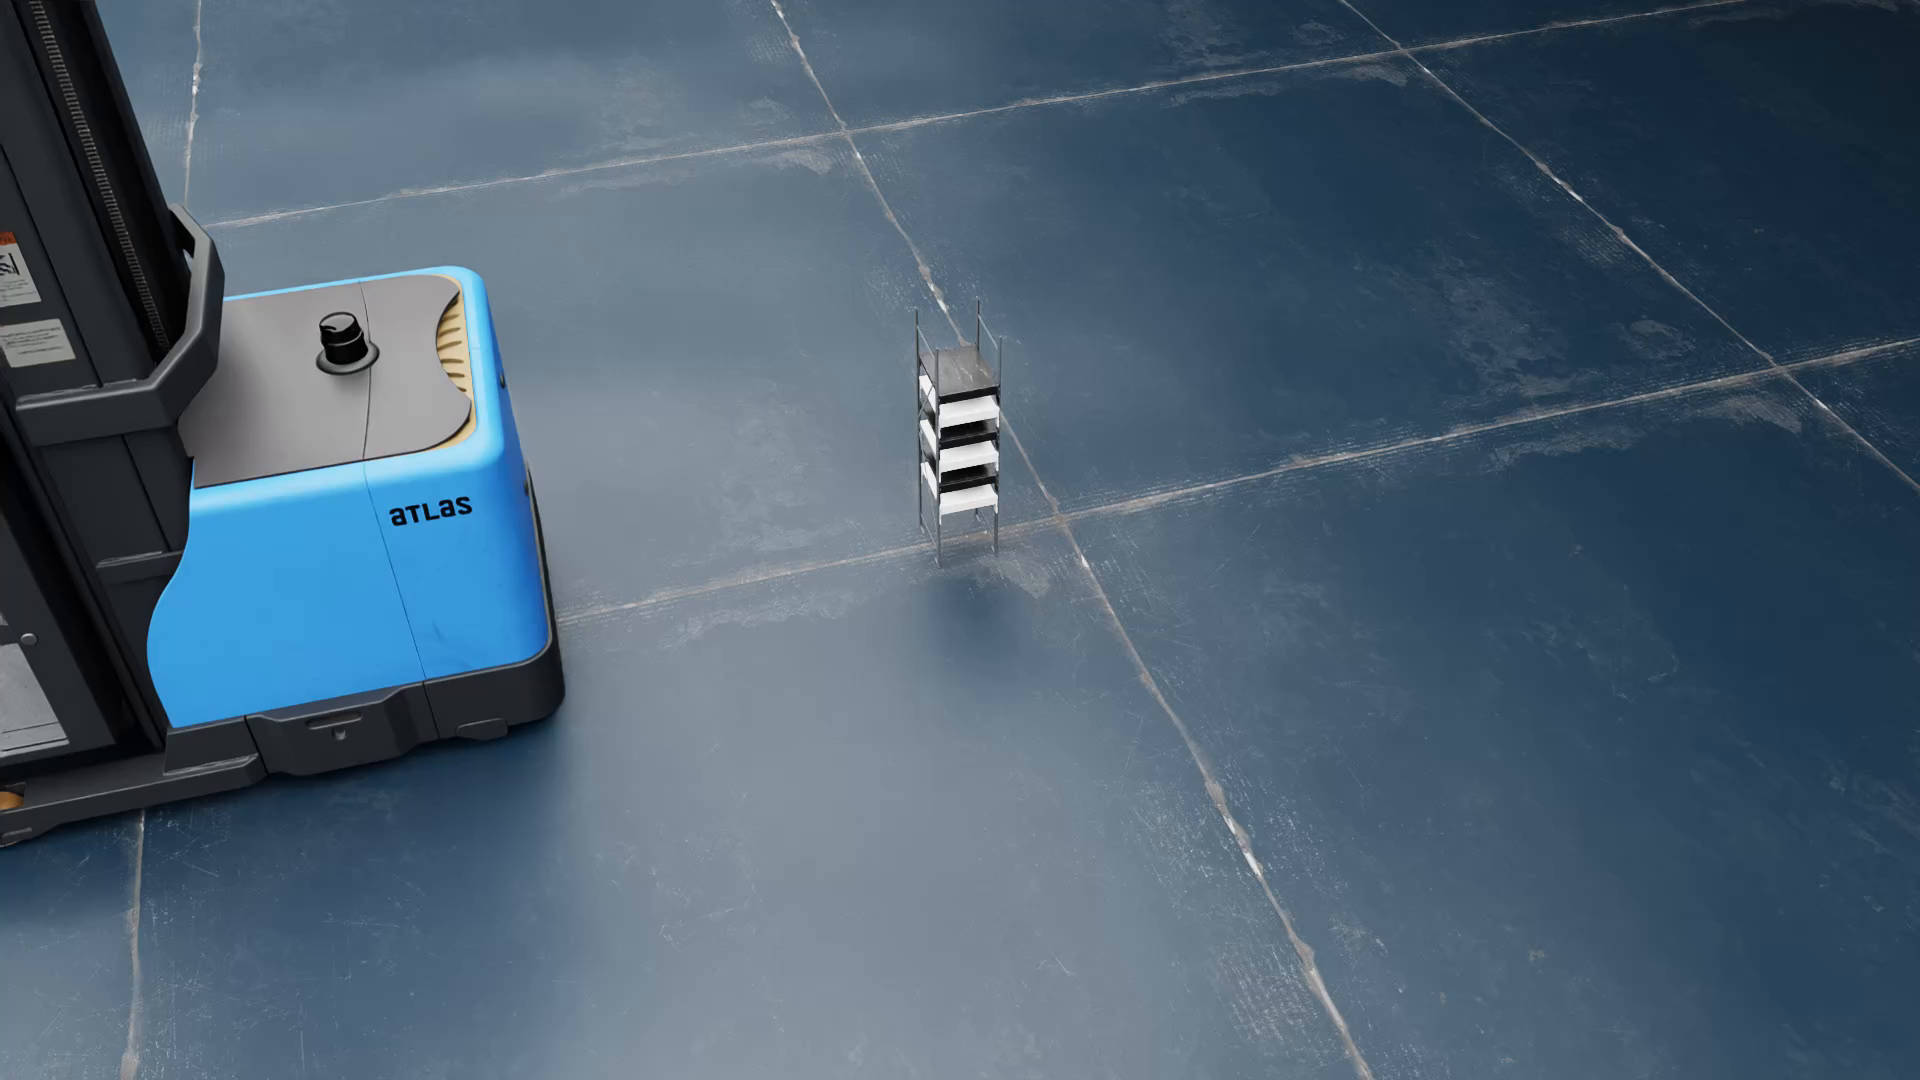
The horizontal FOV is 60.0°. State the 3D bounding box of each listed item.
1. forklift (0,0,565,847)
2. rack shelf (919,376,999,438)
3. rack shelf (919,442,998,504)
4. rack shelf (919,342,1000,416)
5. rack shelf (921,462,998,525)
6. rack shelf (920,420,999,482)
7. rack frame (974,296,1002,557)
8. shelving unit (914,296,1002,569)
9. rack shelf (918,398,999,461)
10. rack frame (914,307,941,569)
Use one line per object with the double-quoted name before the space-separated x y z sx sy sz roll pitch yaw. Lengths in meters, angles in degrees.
"forklift" -2.786 -0.581 4.187 3.031 2.935 1.130 -11 42 -12
"rack shelf" -0.008 -0.448 5.356 0.200 0.077 0.258 -12 42 -13
"rack shelf" -0.008 -0.244 5.533 0.200 0.077 0.258 -12 42 -13
"rack shelf" -0.008 -0.516 5.296 0.200 0.077 0.258 -12 42 -13
"rack shelf" -0.008 -0.177 5.592 0.200 0.077 0.258 -12 42 -13
"rack shelf" -0.008 -0.312 5.474 0.200 0.077 0.258 -12 42 -13
"rack frame" 0.089 -0.357 5.475 0.006 0.900 0.240 -12 42 -13
"shelving unit" -0.008 -0.337 5.452 0.210 0.900 0.258 -12 42 -13
"rack shelf" -0.008 -0.380 5.415 0.200 0.077 0.258 -12 42 -13
"rack frame" -0.105 -0.317 5.429 0.006 0.900 0.240 -12 42 -13
